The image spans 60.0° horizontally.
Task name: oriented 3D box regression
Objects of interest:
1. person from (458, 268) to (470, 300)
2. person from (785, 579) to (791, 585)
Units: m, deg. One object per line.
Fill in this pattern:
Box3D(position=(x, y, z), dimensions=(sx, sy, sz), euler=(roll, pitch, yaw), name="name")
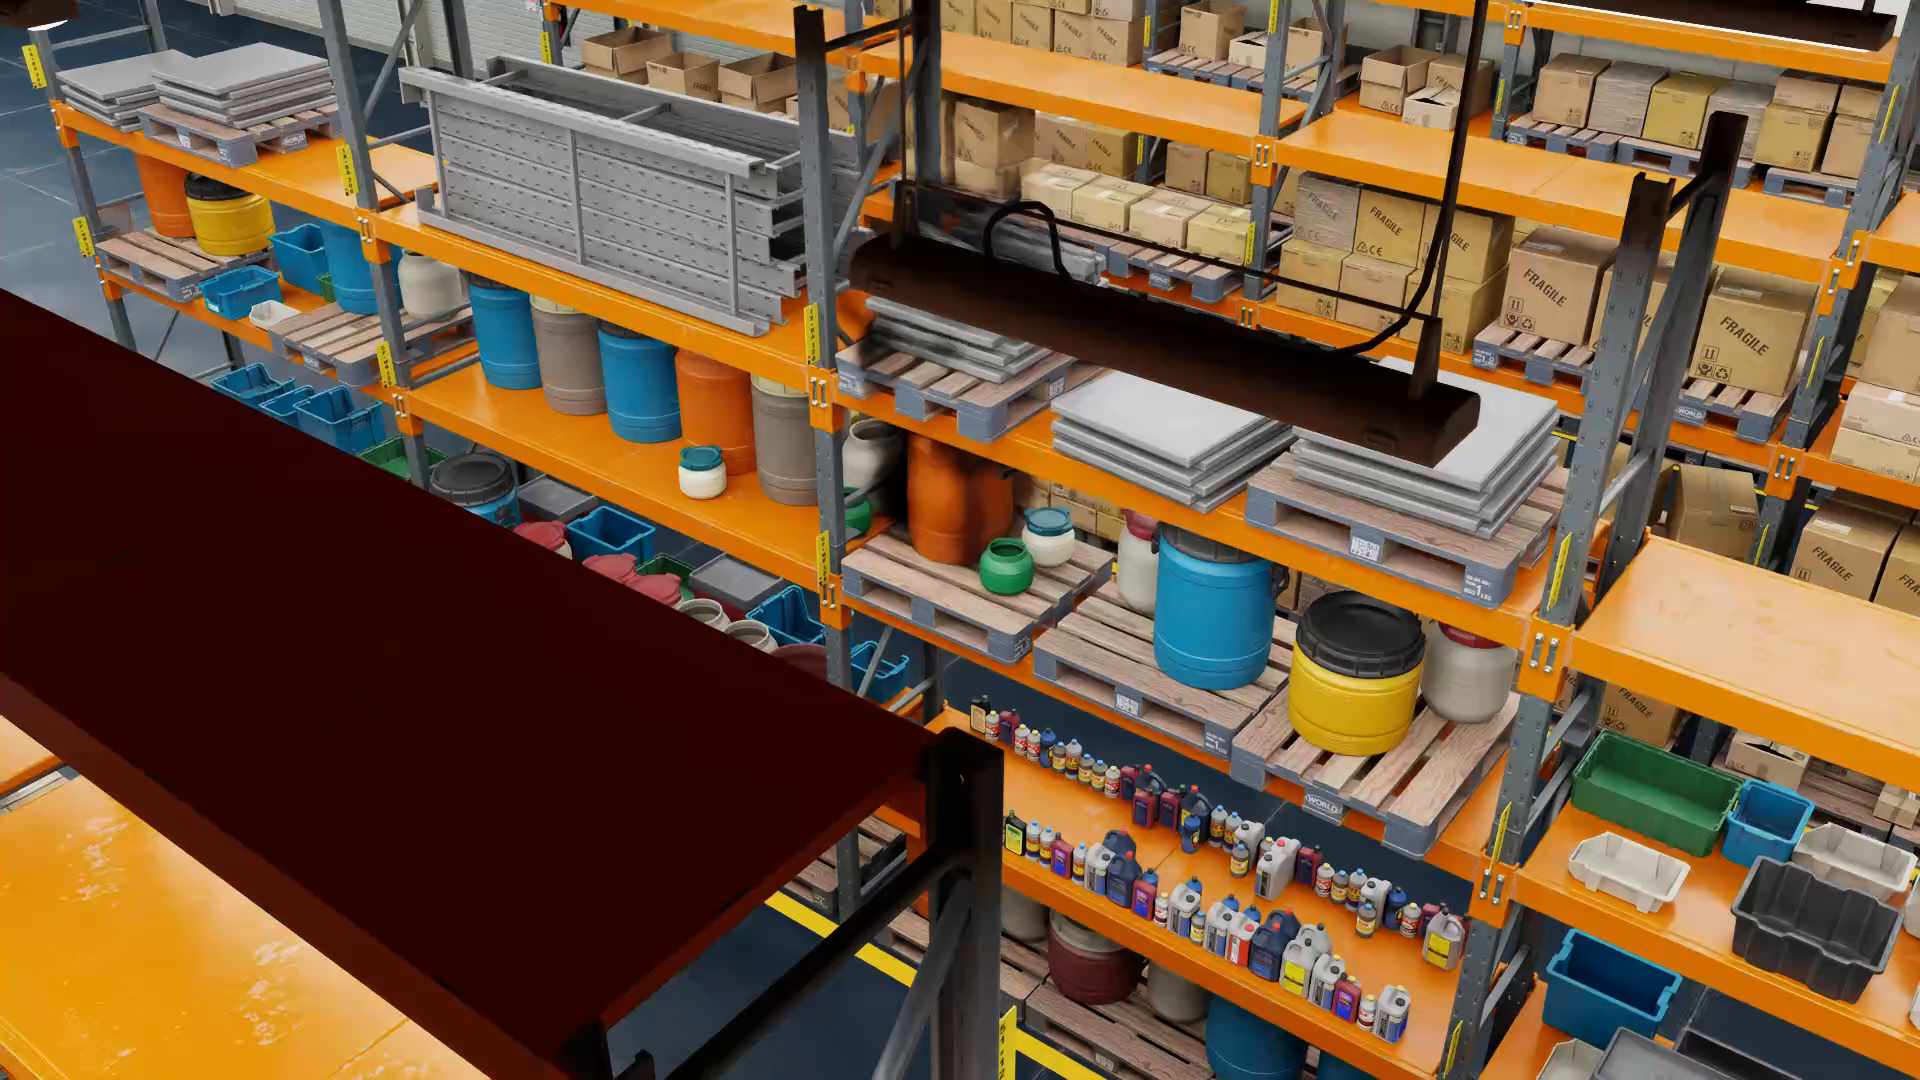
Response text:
Box3D(position=(-5.548, -3.311, 19.054), dimensions=(0.750, 1.771, 0.648), euler=(-12, 33, -19), name="person")
Box3D(position=(-1.541, -0.381, 14.289), dimensions=(0.572, 1.663, 0.563), euler=(15, 35, 23), name="person")
